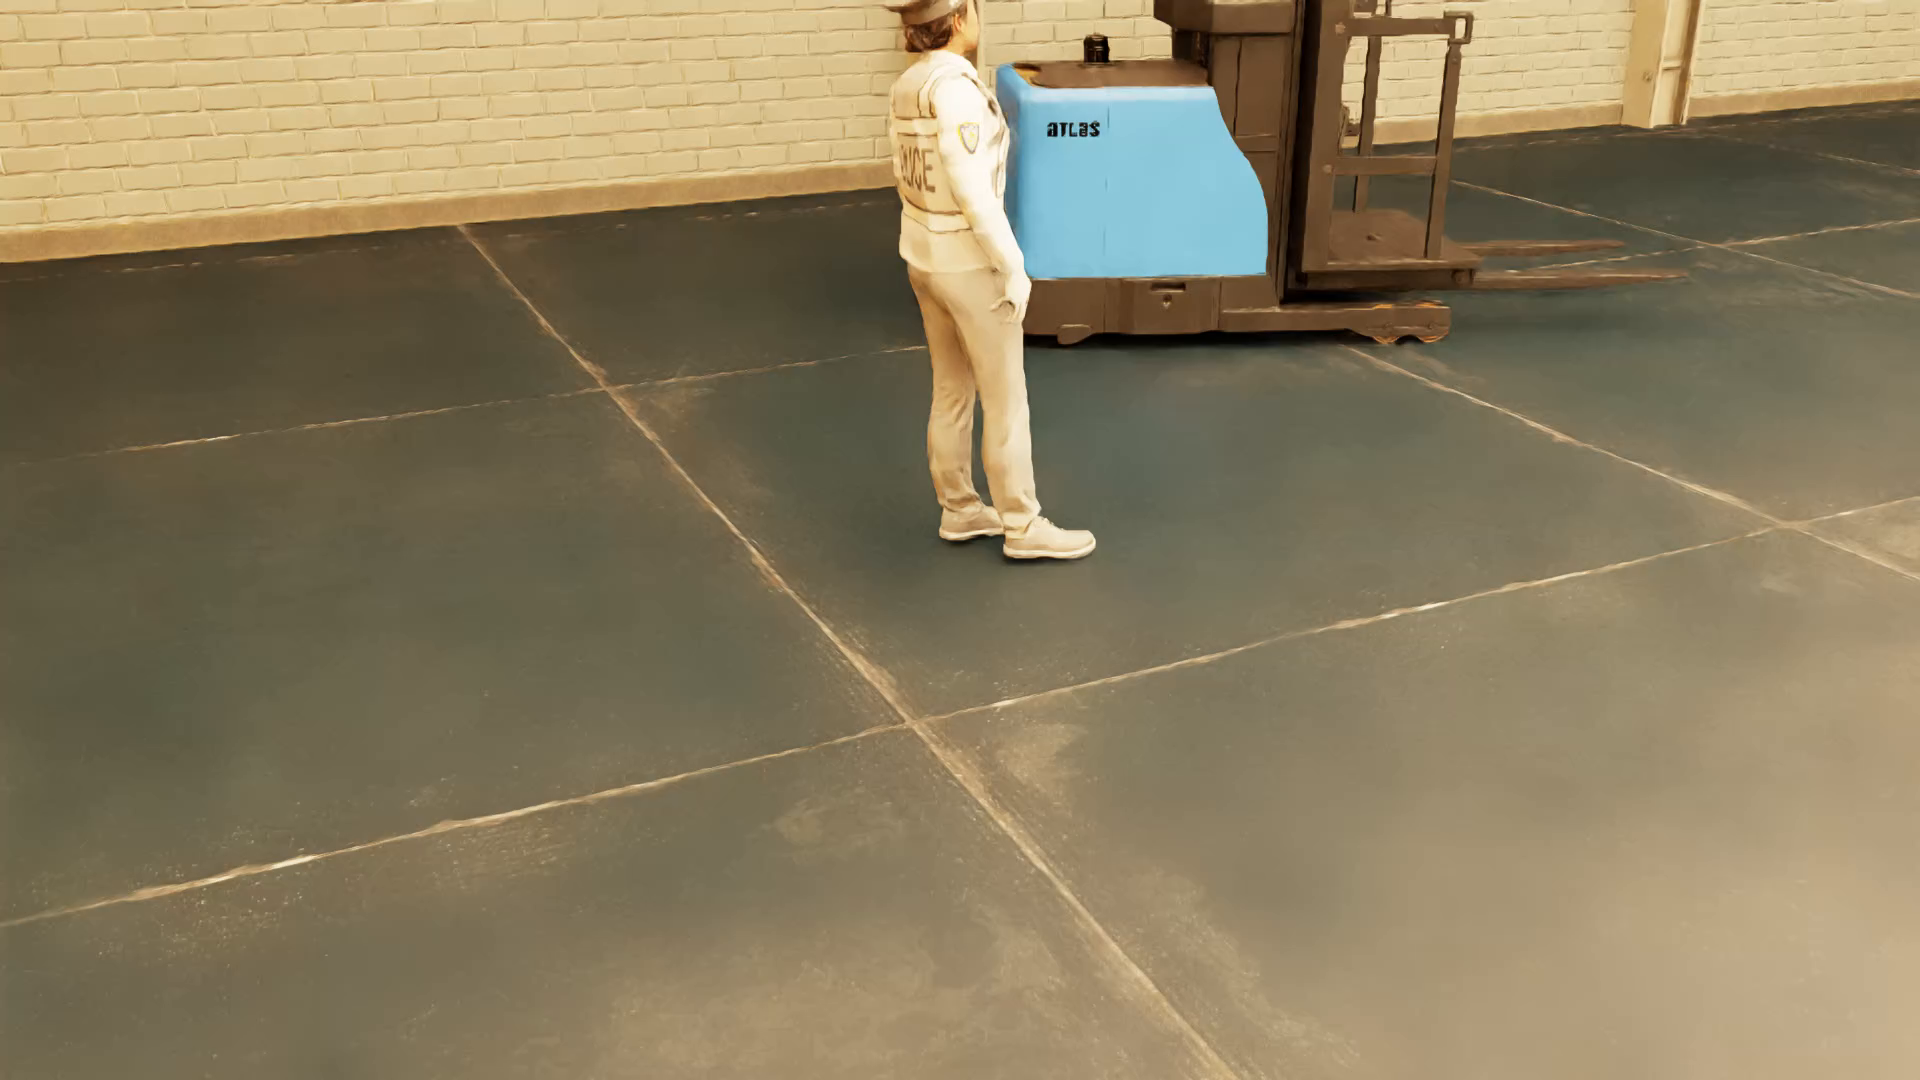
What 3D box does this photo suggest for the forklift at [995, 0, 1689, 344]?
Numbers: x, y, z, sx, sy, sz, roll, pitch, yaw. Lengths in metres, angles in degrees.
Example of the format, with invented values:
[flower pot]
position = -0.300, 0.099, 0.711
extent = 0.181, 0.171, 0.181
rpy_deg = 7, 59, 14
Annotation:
[forklift]
position = 1.692, -2.398, 7.059
extent = 3.031, 2.935, 1.130
rpy_deg = -2, 23, -5

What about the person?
[person]
position = 0.064, -0.798, 4.799
extent = 0.533, 1.695, 0.586
rpy_deg = -10, 25, -23
